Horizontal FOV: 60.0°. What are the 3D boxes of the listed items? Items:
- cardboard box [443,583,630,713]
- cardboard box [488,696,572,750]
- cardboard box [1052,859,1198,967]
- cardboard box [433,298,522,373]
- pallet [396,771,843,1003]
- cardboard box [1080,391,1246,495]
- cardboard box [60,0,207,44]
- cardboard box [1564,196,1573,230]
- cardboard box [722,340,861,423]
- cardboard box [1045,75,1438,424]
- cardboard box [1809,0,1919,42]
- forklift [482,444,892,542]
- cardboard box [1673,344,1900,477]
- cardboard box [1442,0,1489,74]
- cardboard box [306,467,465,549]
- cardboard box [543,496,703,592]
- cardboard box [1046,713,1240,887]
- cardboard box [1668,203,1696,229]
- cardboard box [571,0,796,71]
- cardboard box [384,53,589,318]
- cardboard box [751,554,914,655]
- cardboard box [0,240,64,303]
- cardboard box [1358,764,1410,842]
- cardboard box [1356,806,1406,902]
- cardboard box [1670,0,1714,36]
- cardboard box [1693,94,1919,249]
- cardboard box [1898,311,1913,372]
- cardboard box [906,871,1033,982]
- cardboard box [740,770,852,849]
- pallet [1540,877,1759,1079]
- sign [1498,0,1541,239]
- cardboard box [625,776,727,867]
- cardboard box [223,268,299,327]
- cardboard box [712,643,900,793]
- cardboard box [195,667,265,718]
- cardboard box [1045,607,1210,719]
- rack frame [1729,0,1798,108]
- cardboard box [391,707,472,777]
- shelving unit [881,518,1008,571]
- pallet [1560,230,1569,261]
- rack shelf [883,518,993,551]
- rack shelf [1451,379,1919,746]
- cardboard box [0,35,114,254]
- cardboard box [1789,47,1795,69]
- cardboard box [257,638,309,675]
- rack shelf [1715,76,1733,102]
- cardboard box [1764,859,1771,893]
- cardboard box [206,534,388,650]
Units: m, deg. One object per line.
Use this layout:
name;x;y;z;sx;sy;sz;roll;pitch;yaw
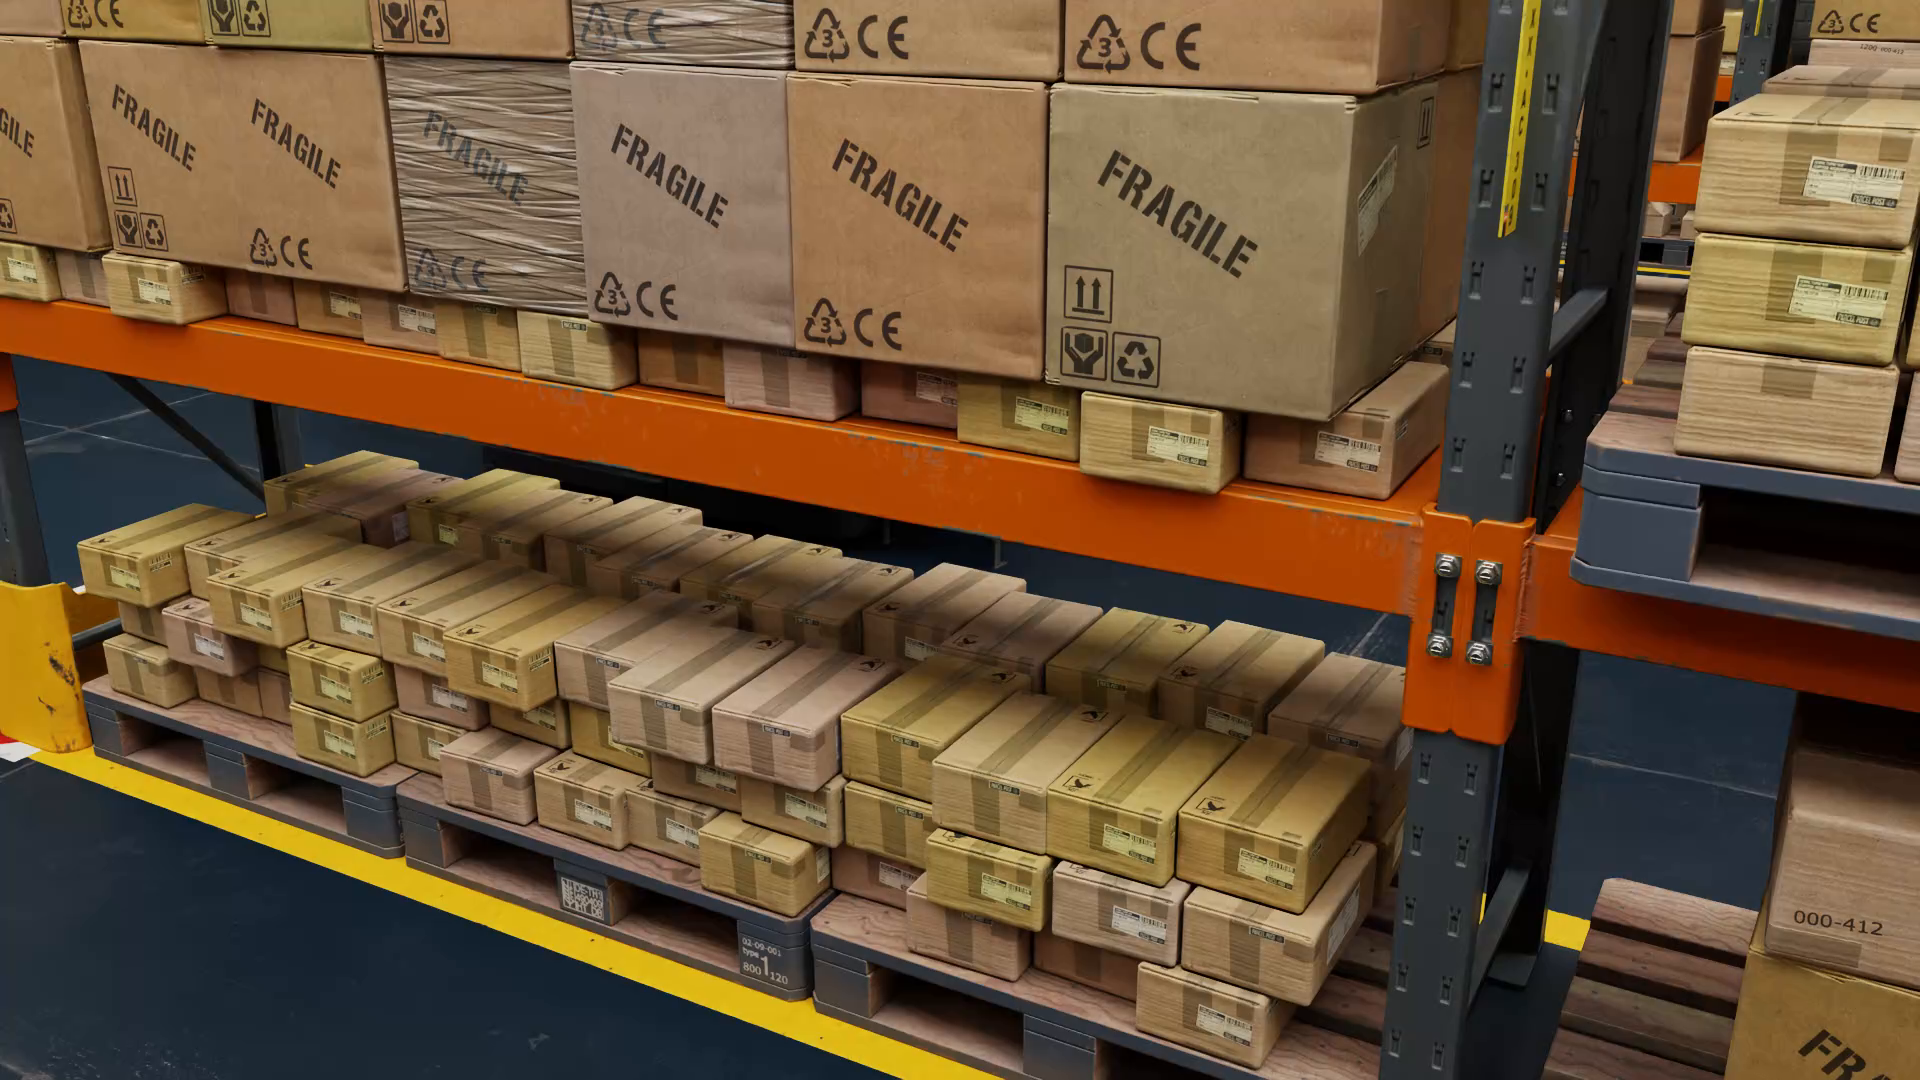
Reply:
cardboard box;-0.999;0.251;3.967;0.250;0.149;0.380;11;23;28
cardboard box;-0.943;0.353;4.121;0.250;0.149;0.380;12;23;30
cardboard box;0.371;0.656;3.287;0.250;0.149;0.380;10;22;25
cardboard box;-0.939;-0.500;3.712;0.250;0.149;0.380;12;23;29
pallet;-0.630;0.659;4.239;1.213;0.211;1.003;11;23;27
cardboard box;0.401;-0.218;2.937;0.250;0.149;0.380;10;22;26
cardboard box;-1.743;-1.435;3.872;0.500;0.500;0.500;12;23;29
cardboard box;4.415;-2.548;12.041;0.500;0.500;0.700;10;22;25
cardboard box;-0.268;-0.367;3.346;0.250;0.149;0.380;10;22;25
cardboard box;0.483;-0.531;2.848;0.500;0.500;0.500;11;23;27
cardboard box;3.613;-2.197;6.410;0.500;0.500;0.500;11;23;28
forklift;-1.415;-1.727;6.826;3.031;2.935;1.130;12;23;30
cardboard box;1.163;-0.225;2.339;0.250;0.149;0.380;10;22;25
cardboard box;0.768;-1.153;3.095;0.500;0.500;0.500;11;23;29
cardboard box;-1.672;-0.079;4.876;0.250;0.149;0.380;11;23;28
cardboard box;-0.927;0.016;4.613;0.250;0.149;0.380;12;23;29
cardboard box;0.363;0.503;3.273;0.250;0.149;0.380;11;23;28
cardboard box;5.325;-2.431;11.994;0.500;0.311;0.500;12;23;29
cardboard box;-0.393;-1.176;3.160;0.500;0.500;0.500;11;23;29
cardboard box;-0.843;-0.794;3.572;0.500;0.500;0.500;10;22;26
cardboard box;-0.312;0.181;4.159;0.250;0.149;0.380;10;22;25
cardboard box;-2.326;-0.744;4.385;0.250;0.149;0.380;11;22;27
cardboard box;0.883;0.499;3.719;0.250;0.149;0.380;12;23;30
cardboard box;0.882;0.638;3.771;0.250;0.149;0.380;10;22;25
cardboard box;2.822;-2.352;6.837;0.500;0.500;0.500;11;22;27
cardboard box;1.163;-0.505;2.238;0.250;0.149;0.380;12;23;30
cardboard box;1.713;-0.377;2.759;0.250;0.149;0.380;11;23;28
cardboard box;0.086;0.738;3.497;0.250;0.149;0.380;10;22;26
cardboard box;-0.275;0.509;3.692;0.250;0.149;0.380;11;23;29
pallet;1.723;1.092;3.046;1.213;0.211;1.003;11;23;27
sign;0.785;-0.592;2.330;0.005;0.325;0.100;11;23;27
cardboard box;-0.564;0.595;3.890;0.250;0.149;0.380;11;23;28
cardboard box;-1.582;-0.651;4.129;0.250;0.149;0.380;12;23;30
cardboard box;-0.328;0.379;3.613;0.250;0.149;0.380;10;22;25
cardboard box;-1.879;0.331;4.619;0.250;0.149;0.380;11;23;27
cardboard box;0.387;0.305;3.818;0.250;0.149;0.380;10;22;27
rack frame;3.369;-1.839;7.035;0.127;3.000;1.000;11;23;27
cardboard box;-1.220;0.459;4.265;0.250;0.149;0.380;11;23;27
shelving unit;0.023;-0.976;5.976;0.503;2.100;0.431;12;23;30
pallet;4.118;-2.323;12.460;1.213;0.211;1.003;11;23;27
rack shelf;0.023;-0.305;6.219;0.480;0.518;0.431;12;23;30
rack shelf;2.789;0.323;2.132;4.000;0.370;1.077;11;23;27
cardboard box;-2.192;-1.043;4.260;0.500;0.500;0.500;12;23;30
cardboard box;5.626;-3.336;11.532;0.250;0.149;0.380;11;23;27
cardboard box;-1.649;0.230;4.461;0.250;0.149;0.380;11;23;28
rack shelf;4.040;-3.311;12.150;4.000;0.370;1.077;11;23;27
cardboard box;1.812;0.678;3.148;0.500;0.500;0.500;10;22;26
cardboard box;-1.701;0.128;4.306;0.250;0.149;0.380;11;23;27
